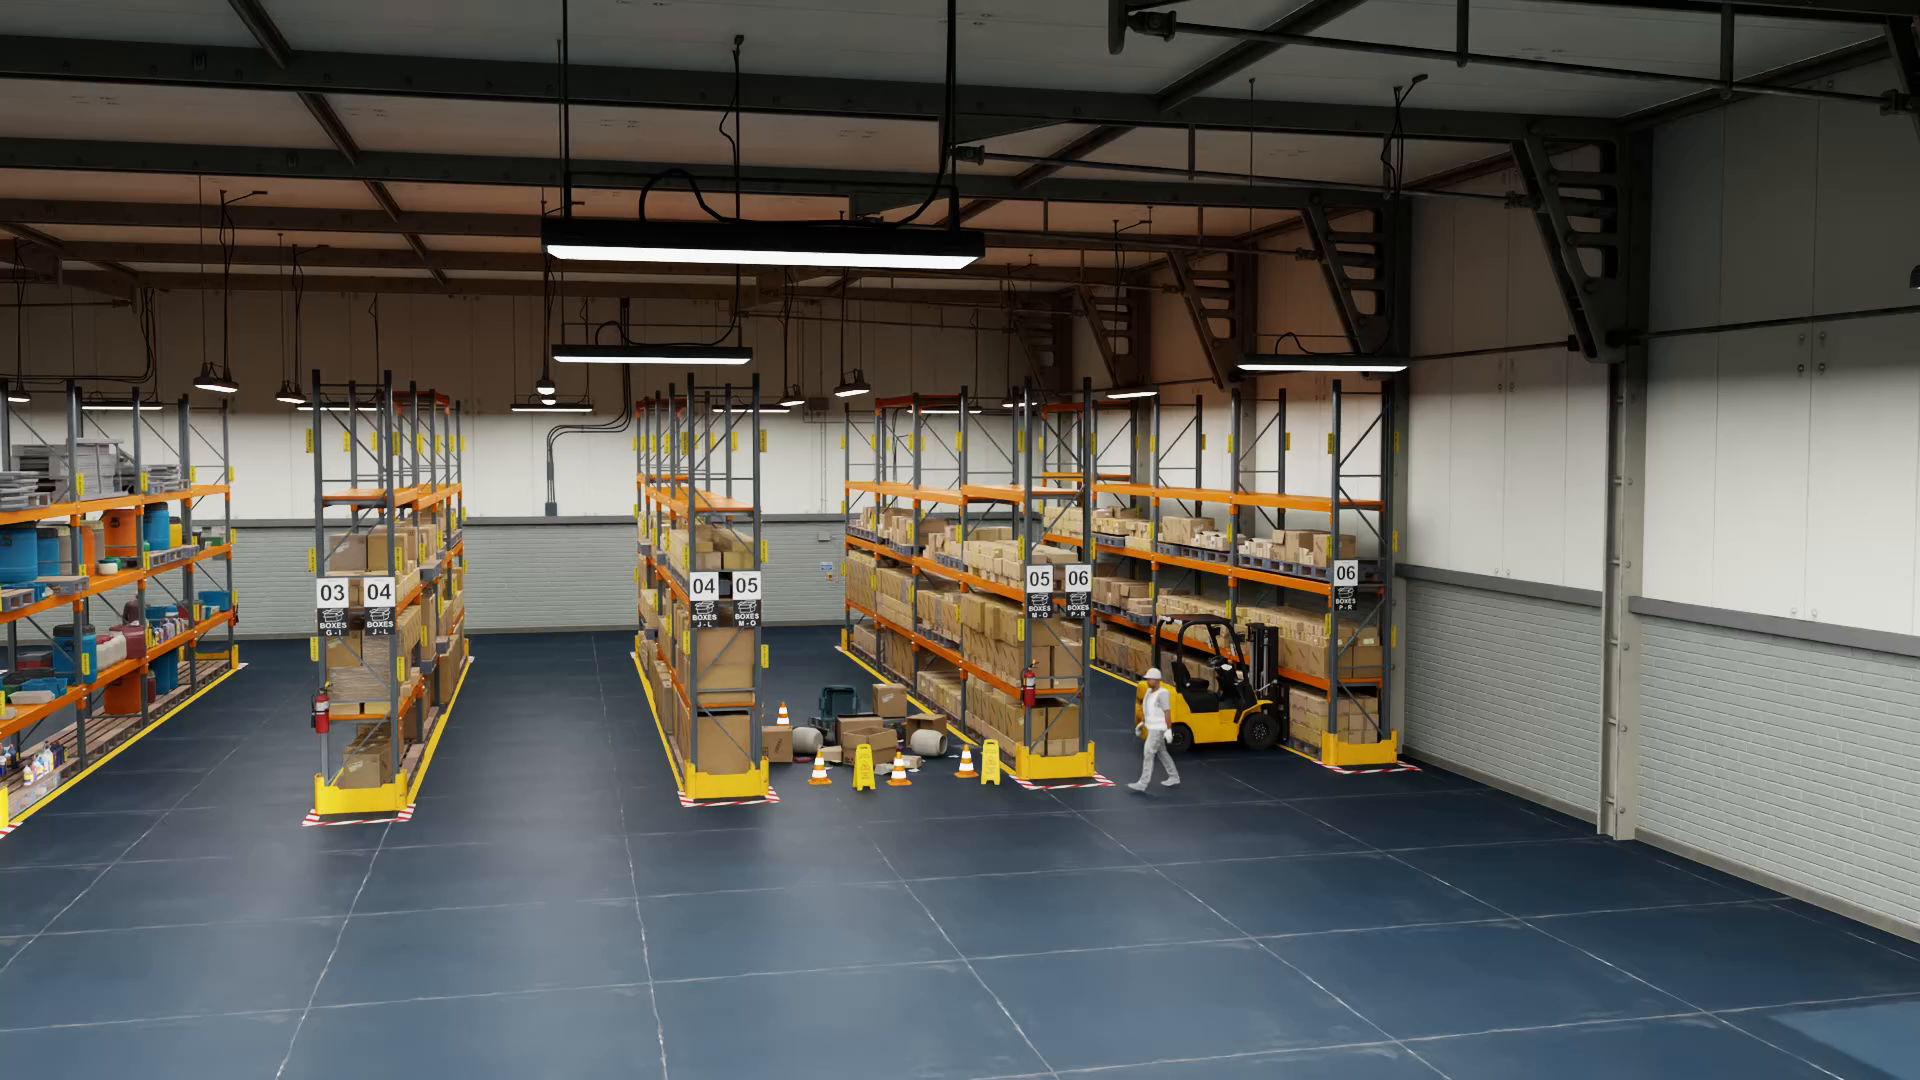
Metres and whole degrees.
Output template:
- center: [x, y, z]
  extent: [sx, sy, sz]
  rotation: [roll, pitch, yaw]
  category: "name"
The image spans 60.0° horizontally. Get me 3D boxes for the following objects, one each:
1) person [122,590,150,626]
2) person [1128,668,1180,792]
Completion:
- center: [-18.263, 1.981, 36.859]
  extent: [0.636, 1.766, 0.558]
  rotation: [0, 3, -6]
  category: "person"
- center: [2.800, 2.736, 24.115]
  extent: [0.880, 1.766, 0.554]
  rotation: [-1, 3, -10]
  category: "person"
